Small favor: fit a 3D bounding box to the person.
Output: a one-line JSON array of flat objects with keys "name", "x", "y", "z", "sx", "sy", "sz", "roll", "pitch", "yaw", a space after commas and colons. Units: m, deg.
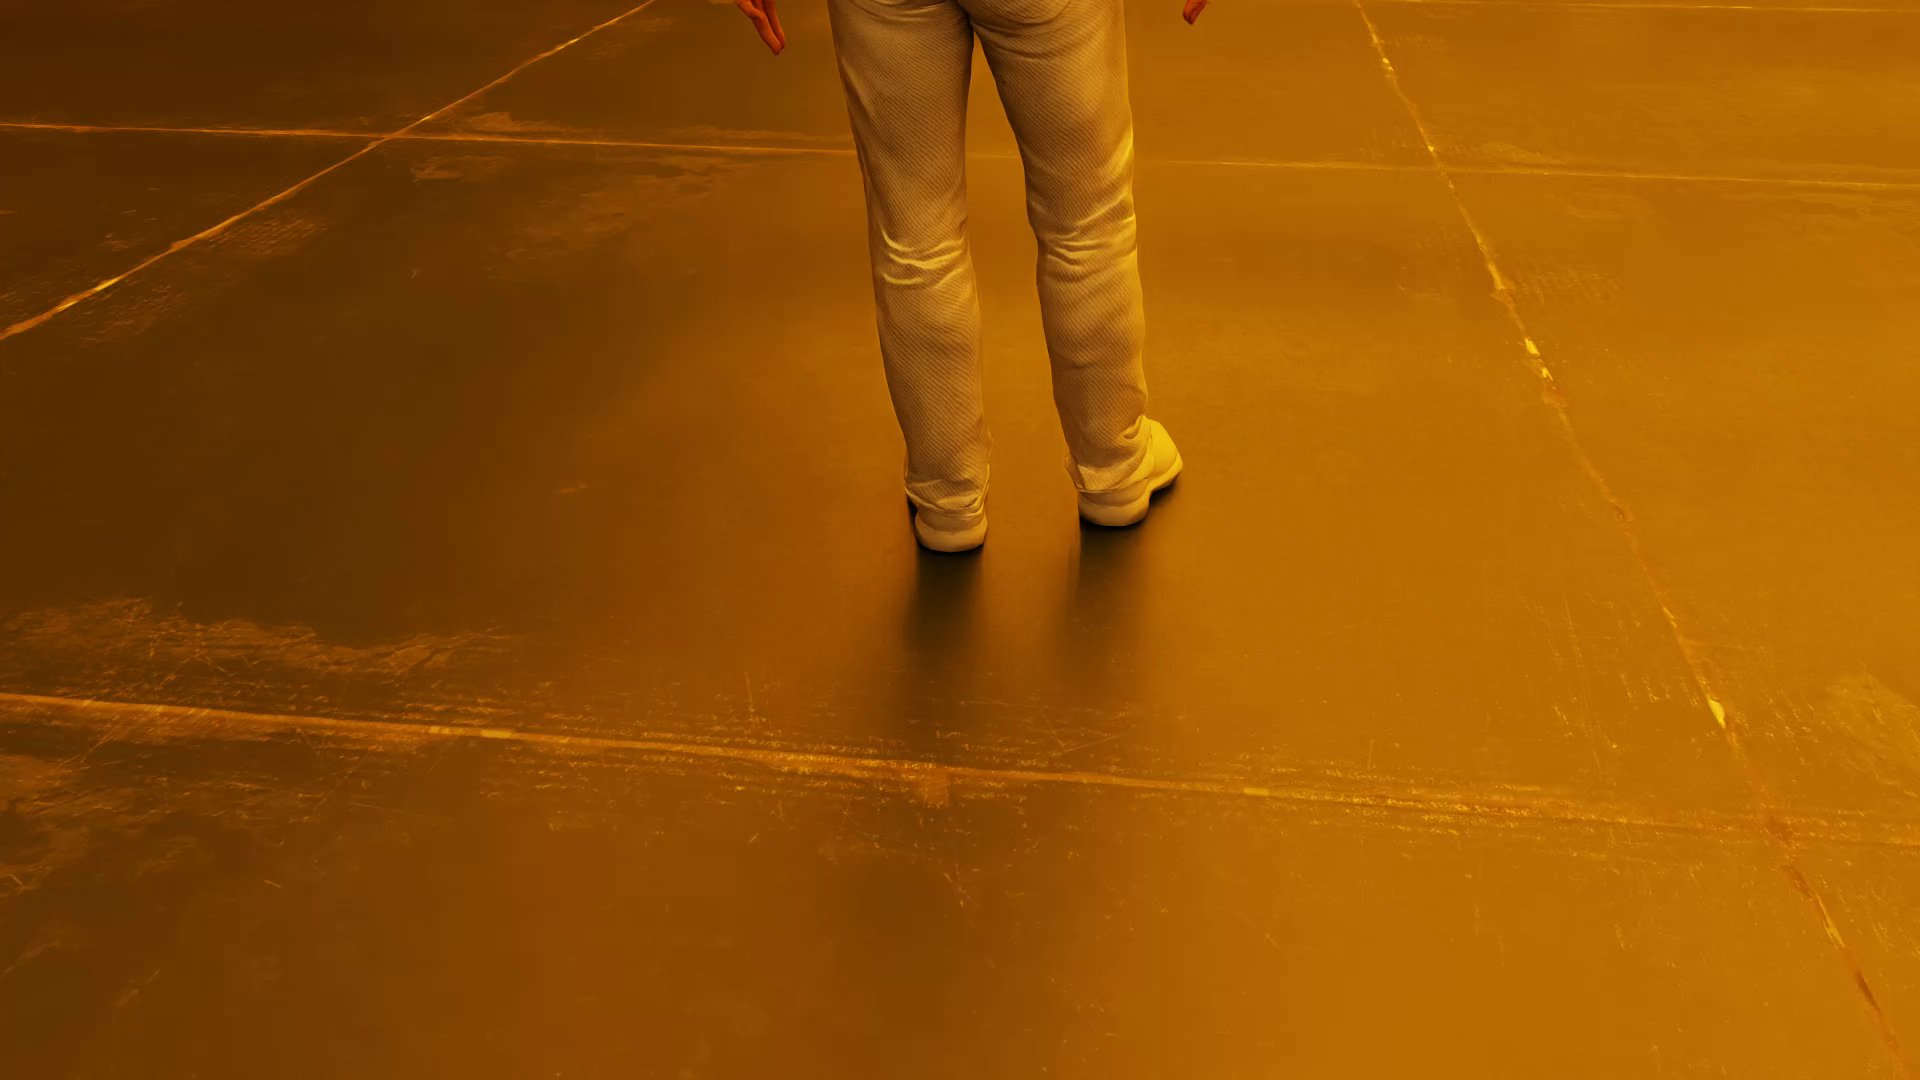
[{"name": "person", "x": 0.016, "y": -0.827, "z": 2.163, "sx": 0.665, "sy": 1.765, "sz": 0.577, "roll": 3, "pitch": 27, "yaw": 7}]
